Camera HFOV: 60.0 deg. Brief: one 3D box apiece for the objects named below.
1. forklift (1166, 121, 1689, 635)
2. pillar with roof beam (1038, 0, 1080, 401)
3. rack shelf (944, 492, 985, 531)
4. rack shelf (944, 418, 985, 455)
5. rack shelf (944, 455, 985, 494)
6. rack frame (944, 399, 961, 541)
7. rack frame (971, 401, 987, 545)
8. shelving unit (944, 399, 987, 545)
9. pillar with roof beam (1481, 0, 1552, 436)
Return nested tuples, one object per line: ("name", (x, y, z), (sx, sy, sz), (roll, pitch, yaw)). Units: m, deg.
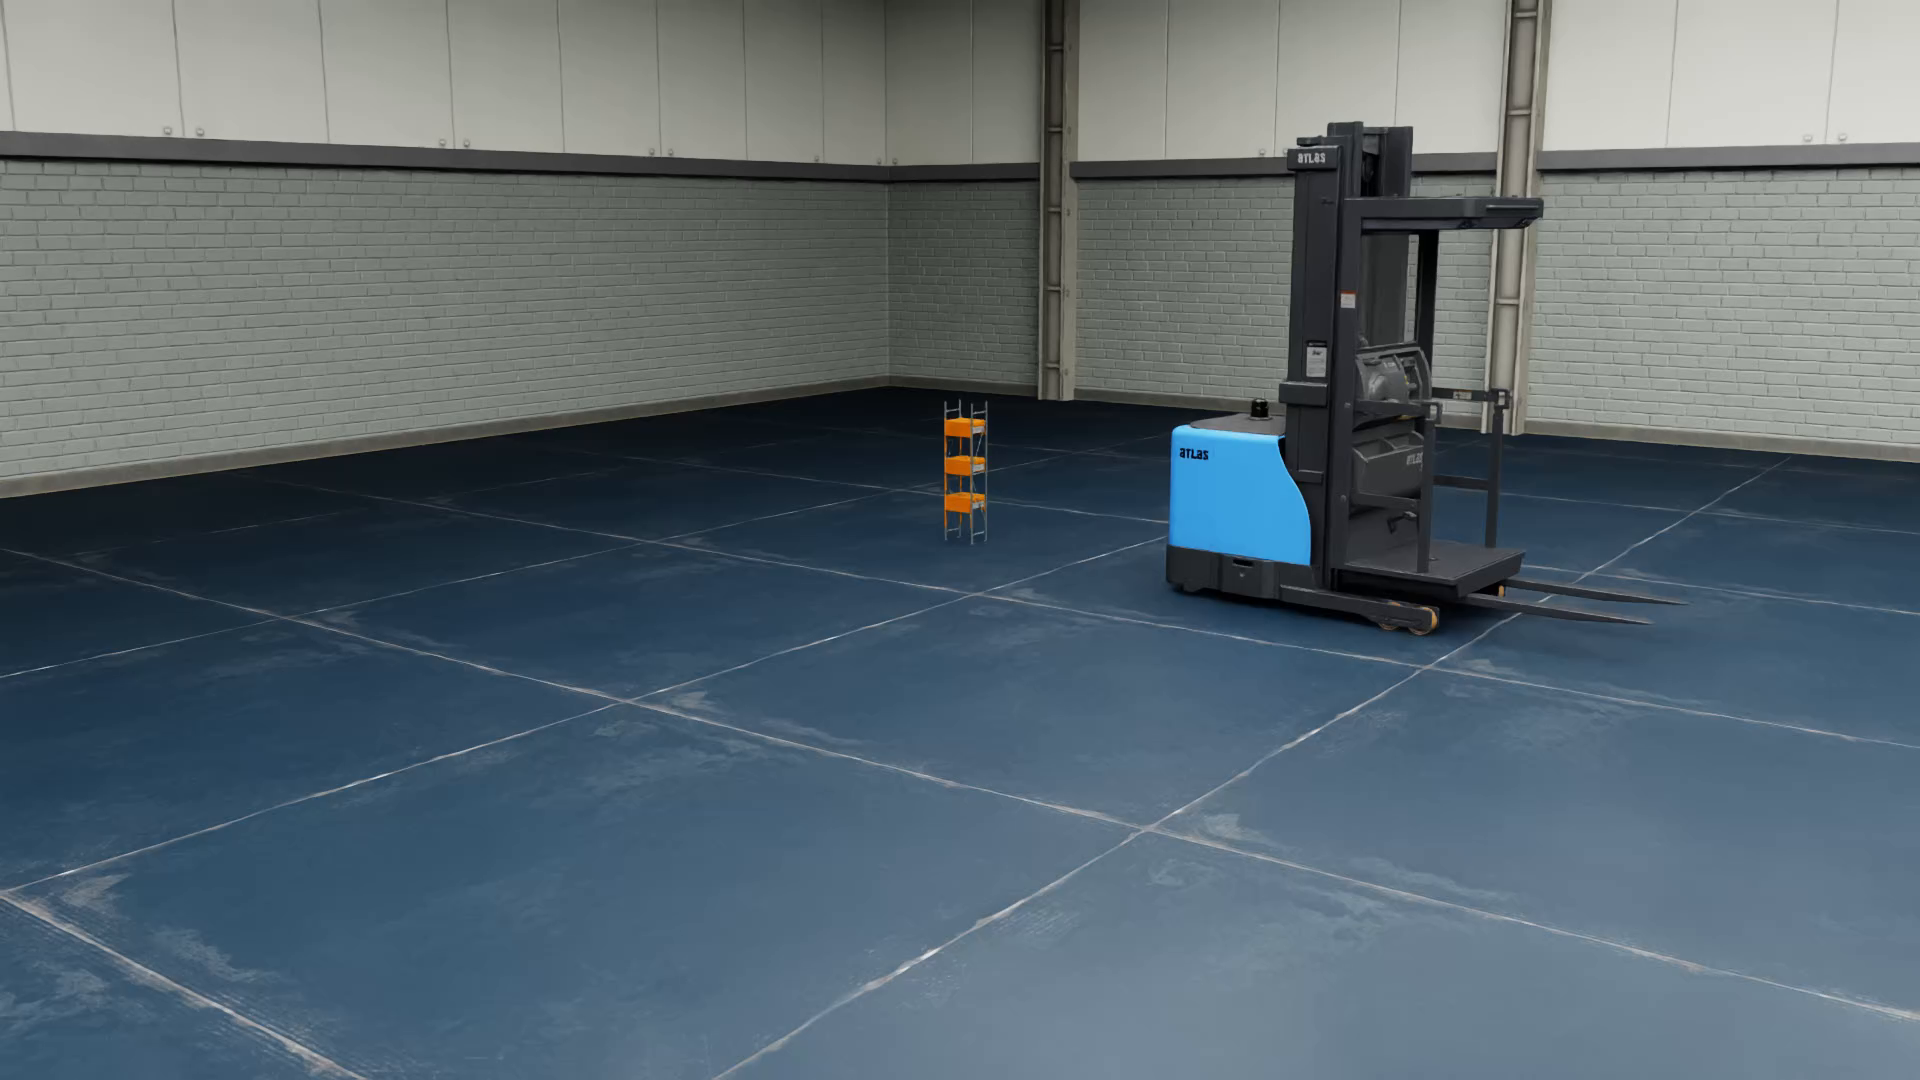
("forklift", (2.794, -0.999, 9.975), (3.031, 2.935, 1.130), (9, 14, 39))
("pillar with roof beam", (-1.260, -5.641, 17.996), (0.400, 9.000, 9.100), (8, 13, 36))
("rack shelf", (0.043, -0.226, 12.454), (0.240, 0.259, 0.215), (8, 13, 36))
("rack shelf", (0.043, -0.778, 12.347), (0.240, 0.259, 0.215), (8, 13, 36))
("rack shelf", (0.043, -0.499, 12.401), (0.240, 0.259, 0.215), (8, 13, 36))
("rack frame", (-0.055, -0.523, 12.470), (0.008, 1.050, 0.200), (8, 13, 36))
("rack frame", (0.141, -0.496, 12.328), (0.008, 1.050, 0.200), (8, 13, 36))
("shelving unit", (0.043, -0.509, 12.399), (0.252, 1.050, 0.215), (8, 13, 36))
("pillar with roof beam", (3.576, -4.966, 14.509), (0.400, 9.000, 9.100), (8, 13, 36))
